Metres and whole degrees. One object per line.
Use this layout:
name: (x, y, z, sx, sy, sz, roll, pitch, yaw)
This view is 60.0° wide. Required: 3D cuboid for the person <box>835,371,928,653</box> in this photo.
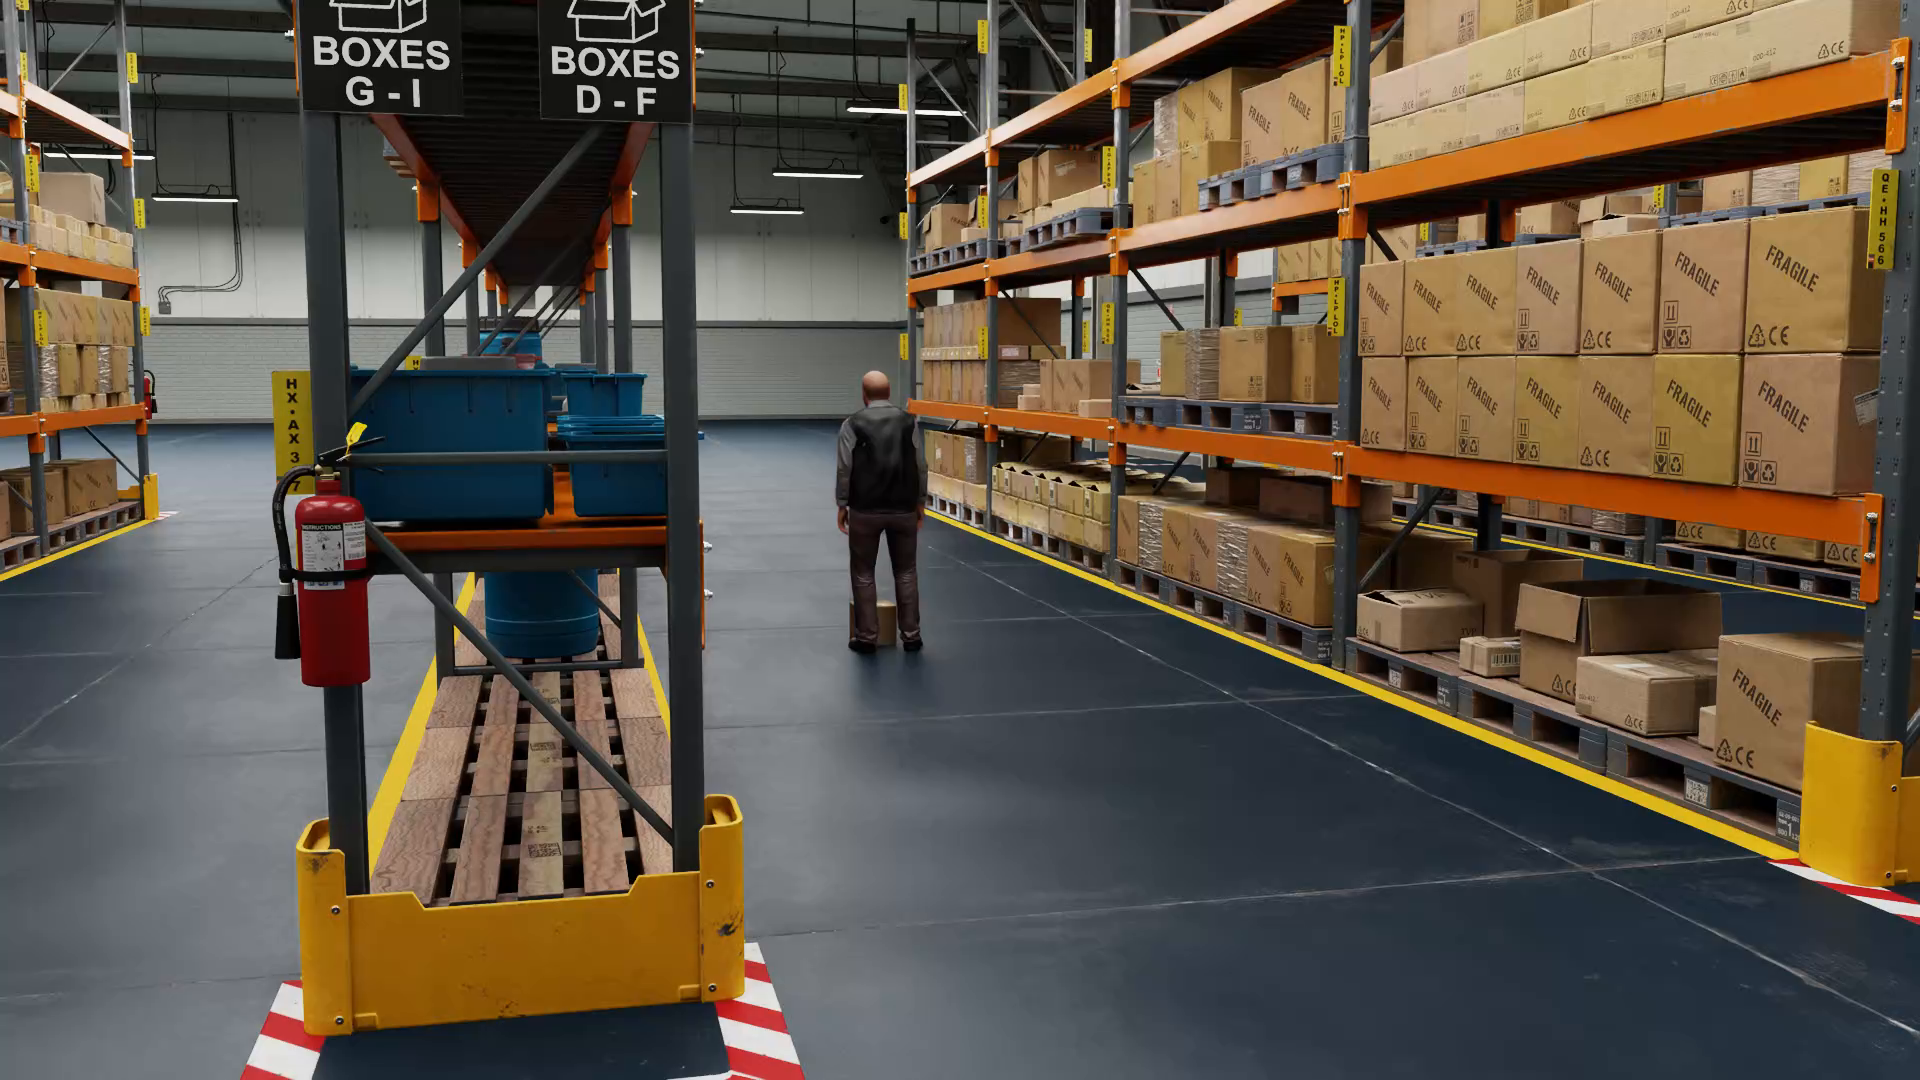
person: (-0.478, -0.173, 10.187, 0.579, 1.719, 0.422, -2, 6, -16)
